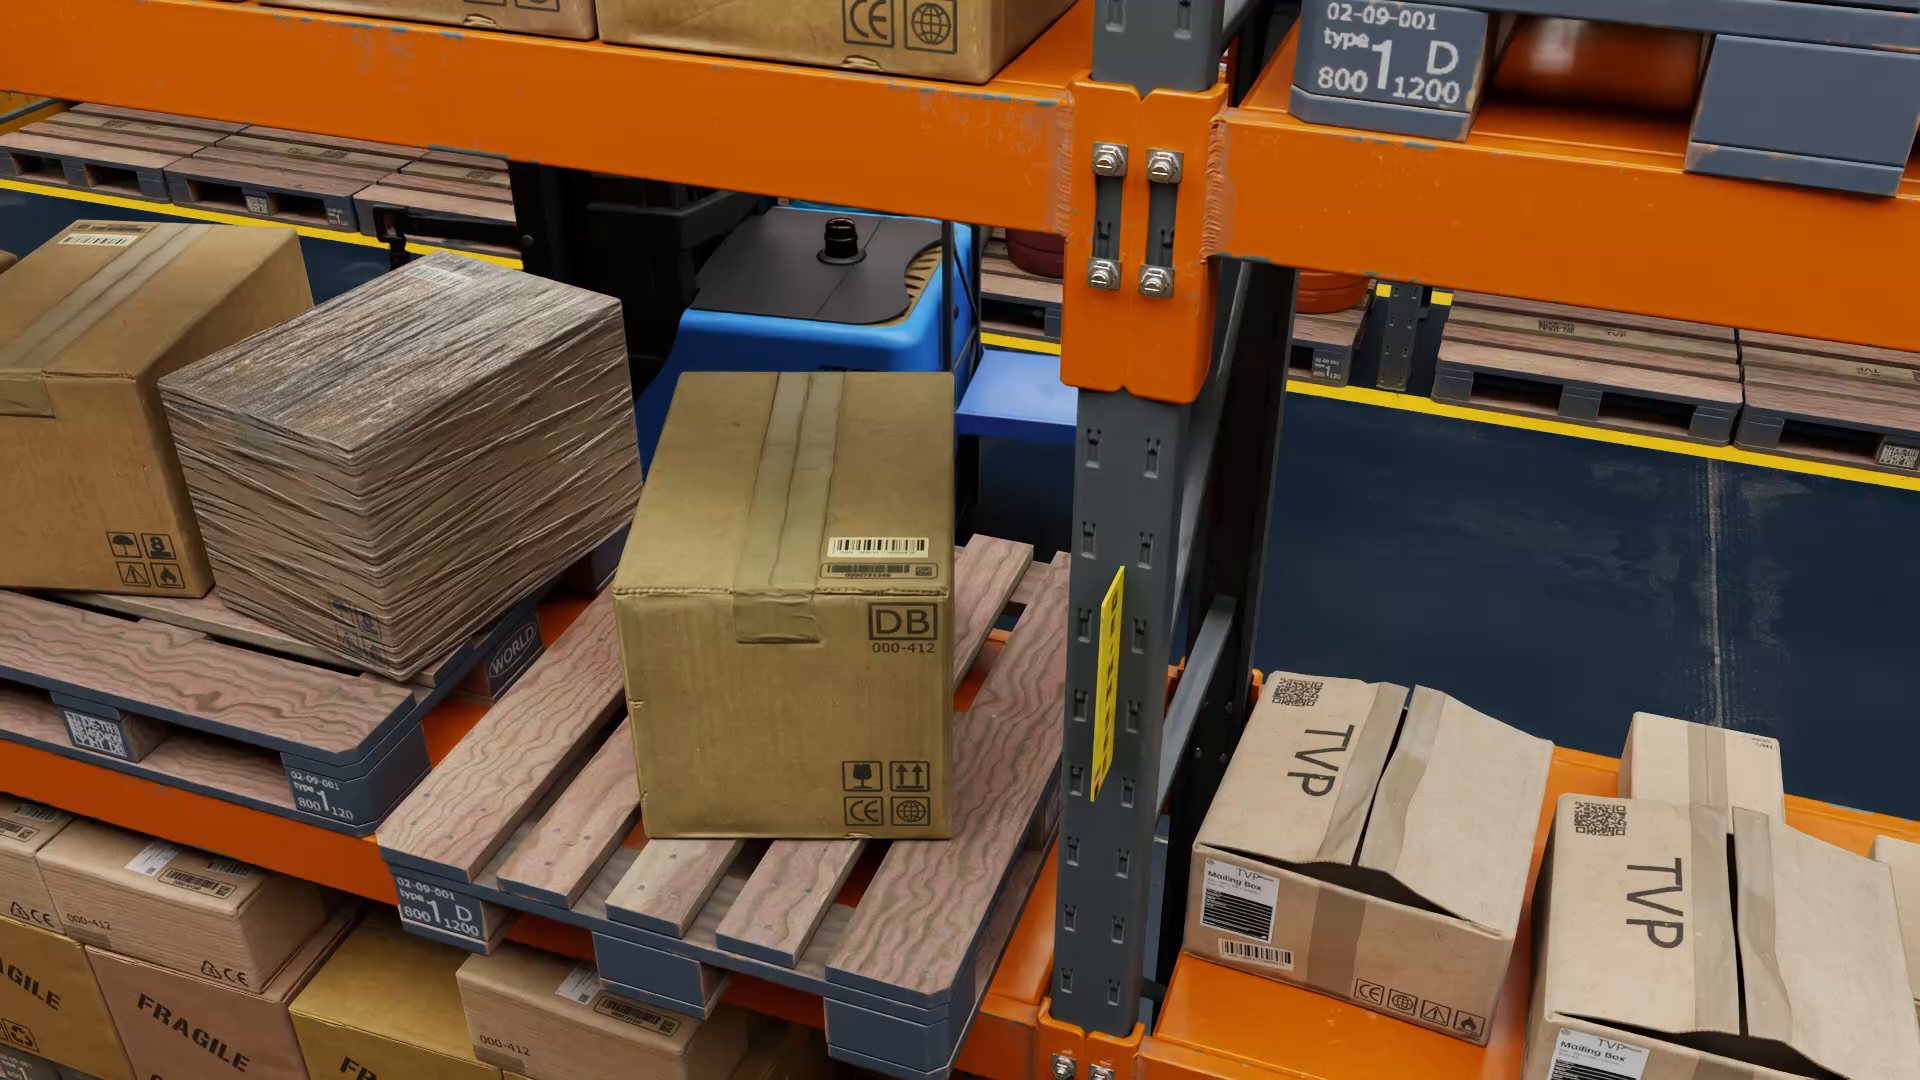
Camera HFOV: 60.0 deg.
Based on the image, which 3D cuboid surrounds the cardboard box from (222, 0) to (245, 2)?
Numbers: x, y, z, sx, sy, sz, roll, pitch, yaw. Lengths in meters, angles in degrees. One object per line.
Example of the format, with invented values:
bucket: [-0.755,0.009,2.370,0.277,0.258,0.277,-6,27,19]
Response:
cardboard box: [-1.023,-1.187,2.465,0.500,0.500,0.910,11,34,16]

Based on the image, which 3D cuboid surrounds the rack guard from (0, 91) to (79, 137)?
rack guard: [-5.514,-2.573,9.775,0.348,0.500,1.175,11,34,16]

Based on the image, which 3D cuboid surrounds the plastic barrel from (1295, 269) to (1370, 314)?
plastic barrel: [1.577,-1.507,7.433,0.708,0.830,0.600,11,34,16]

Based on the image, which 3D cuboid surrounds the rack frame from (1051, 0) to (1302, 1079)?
rack frame: [0.368,0.368,2.914,0.053,2.616,0.949,11,34,16]

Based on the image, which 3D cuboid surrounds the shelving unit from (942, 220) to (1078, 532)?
shelving unit: [0.505,-0.598,5.794,1.048,1.500,0.538,7,33,10]

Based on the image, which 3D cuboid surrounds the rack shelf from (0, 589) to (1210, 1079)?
rack shelf: [-1.514,0.303,3.679,4.000,0.370,1.077,11,34,16]

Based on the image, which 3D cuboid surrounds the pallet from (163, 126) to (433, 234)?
pallet: [-3.580,-2.059,9.245,1.213,0.211,1.003,11,34,16]

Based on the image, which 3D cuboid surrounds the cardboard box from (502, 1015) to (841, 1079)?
cardboard box: [-0.591,1.181,3.555,0.500,0.500,0.500,12,35,18]

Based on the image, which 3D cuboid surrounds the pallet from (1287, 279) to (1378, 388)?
pallet: [1.287,-1.113,7.780,1.213,0.211,1.003,11,34,16]

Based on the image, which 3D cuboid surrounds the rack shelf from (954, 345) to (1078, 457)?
rack shelf: [0.505,-0.447,5.891,1.000,0.185,0.538,7,33,10]

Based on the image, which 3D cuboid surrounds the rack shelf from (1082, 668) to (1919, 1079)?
rack shelf: [2.252,1.035,2.545,4.000,0.370,1.077,11,34,16]

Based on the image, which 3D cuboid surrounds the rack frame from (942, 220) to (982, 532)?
rack frame: [0.009,-0.658,5.886,0.032,1.500,0.500,7,33,10]

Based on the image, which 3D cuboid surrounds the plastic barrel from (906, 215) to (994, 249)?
plastic barrel: [-0.048,-1.638,7.928,0.421,0.512,0.421,0,33,0]

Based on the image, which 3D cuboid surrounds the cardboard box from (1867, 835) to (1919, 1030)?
cardboard box: [1.588,0.677,2.668,0.250,0.149,0.380,14,35,20]

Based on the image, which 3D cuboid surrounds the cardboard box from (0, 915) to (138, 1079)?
cardboard box: [-2.050,0.900,3.989,0.500,0.500,0.500,11,35,17]

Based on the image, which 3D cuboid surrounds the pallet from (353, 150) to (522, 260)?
pallet: [-2.427,-1.837,8.901,1.213,0.211,1.003,11,34,16]

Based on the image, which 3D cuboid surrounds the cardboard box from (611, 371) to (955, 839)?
cardboard box: [-0.262,0.091,2.865,0.500,0.500,0.700,0,33,0]

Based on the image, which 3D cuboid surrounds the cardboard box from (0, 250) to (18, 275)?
cardboard box: [-2.357,-0.289,3.453,0.500,0.500,0.700,17,36,24]

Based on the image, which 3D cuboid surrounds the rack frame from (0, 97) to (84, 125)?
rack frame: [-5.487,-3.626,9.100,0.127,3.000,1.000,11,34,16]

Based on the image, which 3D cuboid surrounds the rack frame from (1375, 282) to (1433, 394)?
rack frame: [2.044,-2.162,6.833,0.127,3.000,1.000,11,34,16]

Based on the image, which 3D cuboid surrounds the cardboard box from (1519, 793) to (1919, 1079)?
cardboard box: [1.146,0.667,2.534,0.500,0.311,0.500,11,34,16]

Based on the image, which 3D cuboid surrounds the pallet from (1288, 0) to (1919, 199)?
pallet: [1.038,-0.736,2.033,1.003,0.211,1.213,13,35,19]

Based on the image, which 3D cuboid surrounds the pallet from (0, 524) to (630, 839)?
pallet: [-1.463,0.094,3.516,1.213,0.211,1.003,11,34,16]

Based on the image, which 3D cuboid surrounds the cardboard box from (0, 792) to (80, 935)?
cardboard box: [-2.082,0.581,3.792,0.500,0.250,0.500,11,34,17]

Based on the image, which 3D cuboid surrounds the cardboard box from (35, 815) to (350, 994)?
cardboard box: [-1.610,0.673,3.651,0.500,0.250,0.500,10,34,16]

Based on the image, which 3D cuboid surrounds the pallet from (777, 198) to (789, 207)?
pallet: [-1.010,-1.560,8.471,1.213,0.211,1.003,11,34,16]

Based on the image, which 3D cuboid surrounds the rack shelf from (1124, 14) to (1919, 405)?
rack shelf: [2.252,-0.225,1.731,4.000,0.370,1.077,11,34,16]

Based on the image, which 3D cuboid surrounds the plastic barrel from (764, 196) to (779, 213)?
plastic barrel: [-1.216,-2.080,8.254,0.708,0.901,0.600,11,34,16]

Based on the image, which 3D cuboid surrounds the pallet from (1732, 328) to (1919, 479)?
pallet: [3.904,-0.605,6.992,1.213,0.211,1.003,11,34,16]

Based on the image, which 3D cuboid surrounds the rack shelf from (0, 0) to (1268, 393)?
rack shelf: [-1.514,-0.957,2.865,4.000,0.370,1.077,11,34,16]

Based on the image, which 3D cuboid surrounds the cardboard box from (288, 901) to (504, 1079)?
cardboard box: [-1.078,1.086,3.702,0.500,0.500,0.500,10,34,15]

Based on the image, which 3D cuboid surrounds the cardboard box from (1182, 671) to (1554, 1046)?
cardboard box: [0.697,0.493,2.803,0.500,0.311,0.500,13,35,19]

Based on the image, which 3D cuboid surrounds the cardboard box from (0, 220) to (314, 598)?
cardboard box: [-1.713,-0.292,3.457,0.500,0.500,0.700,3,33,4]

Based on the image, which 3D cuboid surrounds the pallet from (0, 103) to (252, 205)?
pallet: [-4.724,-2.284,9.592,1.213,0.211,1.003,11,34,16]

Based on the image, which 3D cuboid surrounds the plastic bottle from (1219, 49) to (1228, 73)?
plastic bottle: [1.107,-2.025,6.804,0.097,0.201,0.097,0,33,0]

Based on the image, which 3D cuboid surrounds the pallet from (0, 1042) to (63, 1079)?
pallet: [-2.618,0.936,4.606,1.213,0.211,1.003,11,34,16]

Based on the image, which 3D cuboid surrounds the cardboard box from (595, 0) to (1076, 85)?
cardboard box: [-0.053,-0.998,2.173,0.500,0.500,0.910,11,34,16]

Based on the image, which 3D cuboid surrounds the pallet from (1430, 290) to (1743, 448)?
pallet: [2.760,-0.829,7.339,1.213,0.211,1.003,11,34,16]

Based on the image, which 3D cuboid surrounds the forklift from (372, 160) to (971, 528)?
forklift: [-1.498,-1.411,5.733,3.031,2.935,1.130,7,33,10]

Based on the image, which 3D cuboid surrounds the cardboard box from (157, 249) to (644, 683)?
cardboard box: [-1.058,-0.174,3.275,0.500,0.500,0.700,18,37,25]

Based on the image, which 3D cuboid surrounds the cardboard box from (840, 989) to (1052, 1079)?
cardboard box: [0.037,1.003,3.830,0.500,0.500,0.500,12,35,18]

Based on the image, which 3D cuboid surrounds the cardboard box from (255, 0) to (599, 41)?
cardboard box: [-0.533,-1.091,2.317,0.500,0.500,0.910,11,34,16]

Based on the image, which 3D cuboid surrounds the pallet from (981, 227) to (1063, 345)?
pallet: [0.143,-1.337,8.127,1.213,0.211,1.003,11,34,16]

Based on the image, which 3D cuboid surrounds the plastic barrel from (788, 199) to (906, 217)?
plastic barrel: [-0.549,-1.951,8.054,0.708,0.901,0.600,11,34,16]

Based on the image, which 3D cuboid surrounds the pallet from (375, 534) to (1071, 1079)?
pallet: [-0.293,0.359,3.105,1.003,0.211,1.213,11,34,16]

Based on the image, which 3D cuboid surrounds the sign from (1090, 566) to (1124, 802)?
sign: [0.195,0.192,2.192,0.005,0.325,0.100,11,34,16]

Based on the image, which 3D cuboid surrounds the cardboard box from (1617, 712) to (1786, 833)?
cardboard box: [1.309,0.496,2.948,0.250,0.149,0.380,11,34,16]

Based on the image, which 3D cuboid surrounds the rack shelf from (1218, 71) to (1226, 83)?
rack shelf: [0.161,-2.226,7.595,4.000,0.370,1.077,11,34,16]

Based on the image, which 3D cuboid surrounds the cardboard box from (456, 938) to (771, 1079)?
cardboard box: [-0.645,0.858,3.364,0.500,0.250,0.500,12,35,18]

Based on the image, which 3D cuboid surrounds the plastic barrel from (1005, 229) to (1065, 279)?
plastic barrel: [0.514,-1.613,7.818,0.708,0.588,0.600,11,34,16]

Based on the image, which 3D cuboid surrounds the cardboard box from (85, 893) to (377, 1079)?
cardboard box: [-1.574,0.993,3.845,0.500,0.500,0.500,10,34,15]

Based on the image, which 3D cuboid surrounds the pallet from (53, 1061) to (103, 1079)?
pallet: [-1.466,1.158,4.262,1.213,0.211,1.003,11,34,16]
